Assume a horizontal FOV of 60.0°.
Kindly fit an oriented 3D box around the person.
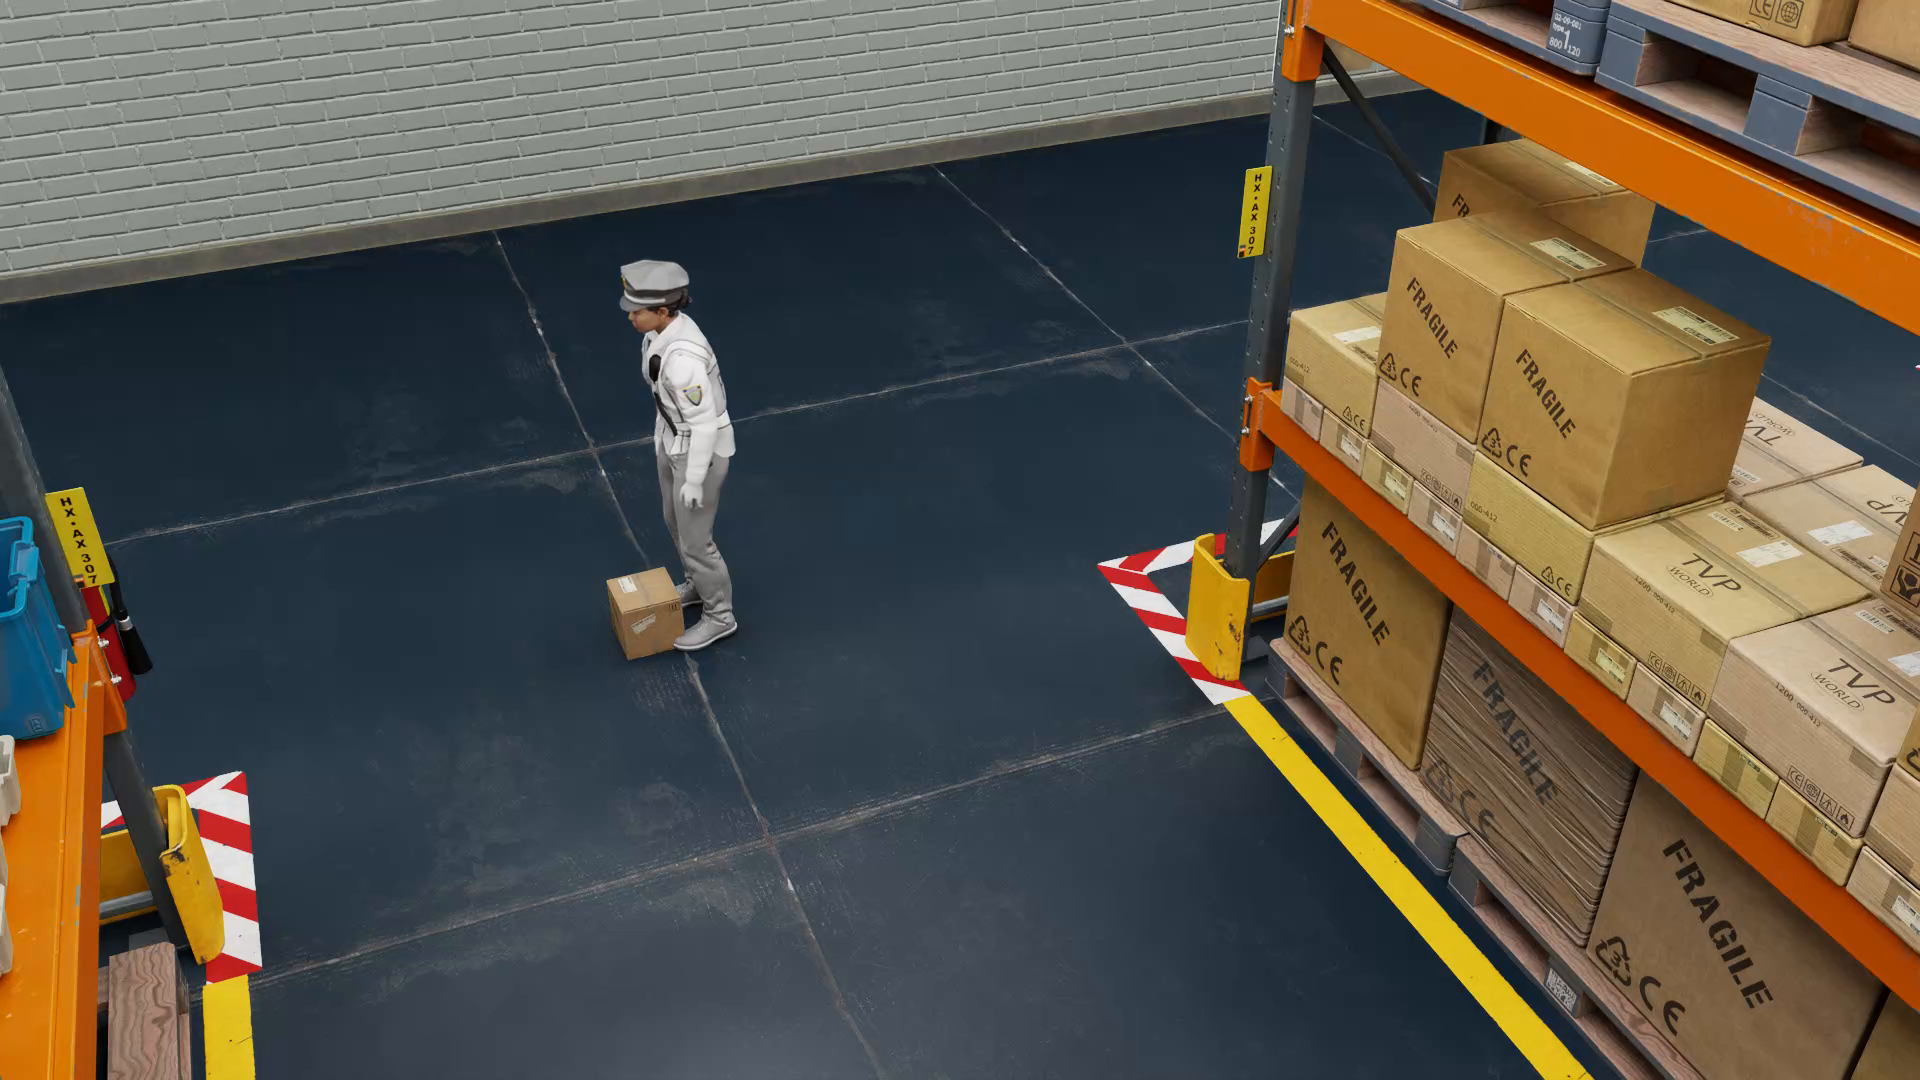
[{"bbox_3d":[-1.096,-0.336,6.644,0.375,1.662,0.529,-13,36,-19],"label":"person"}]
